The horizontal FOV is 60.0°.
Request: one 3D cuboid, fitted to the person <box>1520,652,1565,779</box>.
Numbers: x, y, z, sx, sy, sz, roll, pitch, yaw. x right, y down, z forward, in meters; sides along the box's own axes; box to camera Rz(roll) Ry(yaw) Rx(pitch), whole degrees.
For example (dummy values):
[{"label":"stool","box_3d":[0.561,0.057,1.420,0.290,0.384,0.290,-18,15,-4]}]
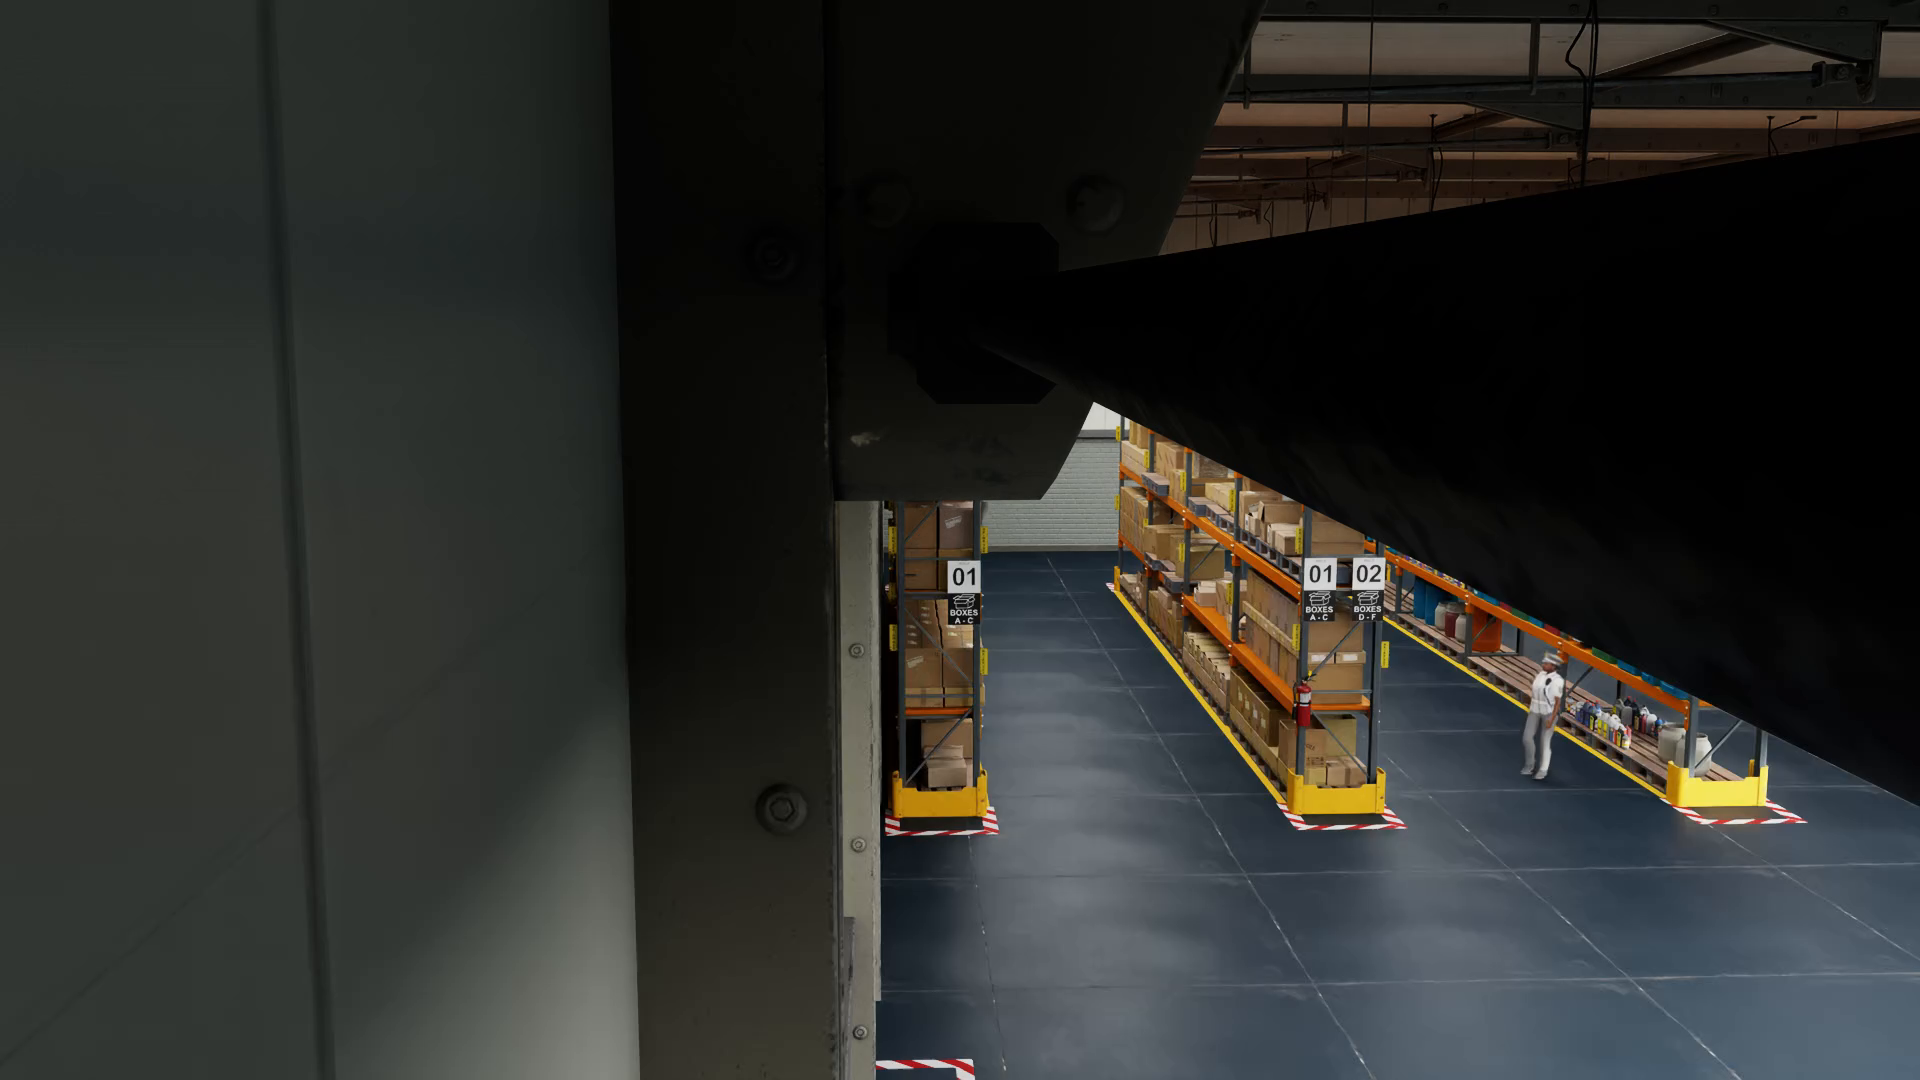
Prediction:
[{"label":"person","box_3d":[7.768,2.356,22.181,0.470,1.742,0.517,-8,11,-43]}]
